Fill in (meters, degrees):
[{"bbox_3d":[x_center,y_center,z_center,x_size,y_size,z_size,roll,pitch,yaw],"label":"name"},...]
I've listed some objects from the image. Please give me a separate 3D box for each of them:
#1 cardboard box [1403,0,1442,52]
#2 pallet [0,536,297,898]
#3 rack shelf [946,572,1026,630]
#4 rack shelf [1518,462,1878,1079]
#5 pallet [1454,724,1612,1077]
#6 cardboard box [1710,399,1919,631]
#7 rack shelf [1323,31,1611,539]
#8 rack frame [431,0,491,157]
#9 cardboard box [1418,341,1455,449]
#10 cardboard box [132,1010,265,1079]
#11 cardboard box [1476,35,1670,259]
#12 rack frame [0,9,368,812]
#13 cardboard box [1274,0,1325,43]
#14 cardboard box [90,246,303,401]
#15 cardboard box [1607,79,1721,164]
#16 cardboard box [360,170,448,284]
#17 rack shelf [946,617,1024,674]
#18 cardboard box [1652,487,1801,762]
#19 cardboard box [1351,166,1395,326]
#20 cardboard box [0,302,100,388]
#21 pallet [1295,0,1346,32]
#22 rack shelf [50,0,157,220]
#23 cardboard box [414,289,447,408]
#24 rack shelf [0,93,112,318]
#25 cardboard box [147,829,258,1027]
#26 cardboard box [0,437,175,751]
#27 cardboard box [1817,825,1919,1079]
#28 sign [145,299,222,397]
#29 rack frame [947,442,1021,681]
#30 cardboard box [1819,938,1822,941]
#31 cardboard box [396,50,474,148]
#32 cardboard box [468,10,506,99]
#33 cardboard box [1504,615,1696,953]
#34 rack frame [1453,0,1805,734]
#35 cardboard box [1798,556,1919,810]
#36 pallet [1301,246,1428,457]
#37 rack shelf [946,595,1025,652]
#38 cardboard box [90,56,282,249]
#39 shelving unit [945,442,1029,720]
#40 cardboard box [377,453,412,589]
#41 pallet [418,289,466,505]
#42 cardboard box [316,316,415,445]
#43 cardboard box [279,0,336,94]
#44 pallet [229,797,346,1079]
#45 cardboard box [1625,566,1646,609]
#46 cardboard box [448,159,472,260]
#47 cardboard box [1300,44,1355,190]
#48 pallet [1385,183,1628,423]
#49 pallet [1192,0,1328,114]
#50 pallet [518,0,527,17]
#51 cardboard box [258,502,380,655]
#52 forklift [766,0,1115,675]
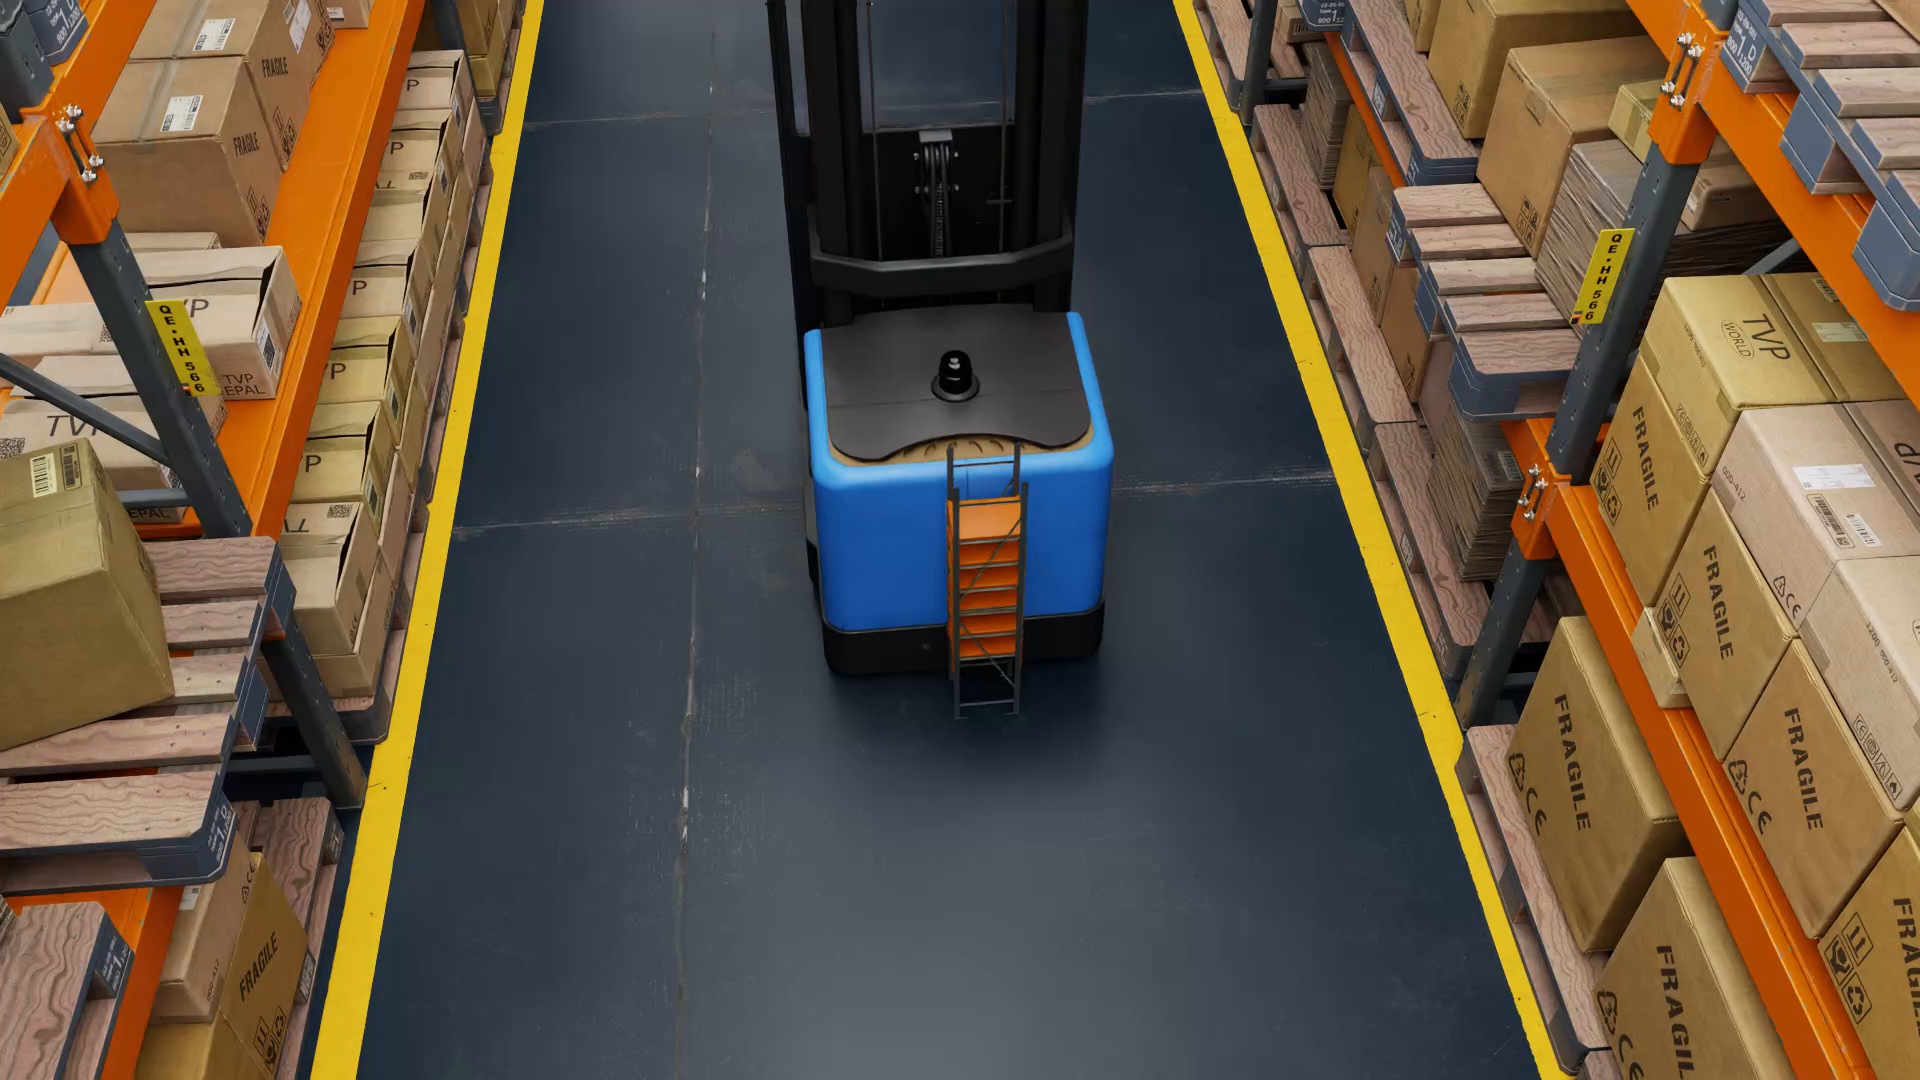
[{"bbox_3d":[2.130,-2.230,6.424,0.700,0.500,0.500,2,47,2],"label":"cardboard box"},{"bbox_3d":[-2.479,0.456,4.384,1.213,0.211,1.003,-3,47,-3],"label":"pallet"},{"bbox_3d":[0.087,0.203,5.792,0.258,0.103,0.180,-4,47,-4],"label":"rack shelf"},{"bbox_3d":[2.498,1.295,3.954,1.077,0.370,4.000,-3,47,-3],"label":"rack shelf"},{"bbox_3d":[2.322,1.134,5.531,1.003,0.211,1.213,-3,47,-3],"label":"pallet"},{"bbox_3d":[2.158,-0.068,3.945,0.500,0.250,0.500,-4,47,-4],"label":"cardboard box"},{"bbox_3d":[2.163,-1.600,6.694,1.077,0.370,4.000,-3,47,-3],"label":"rack shelf"},{"bbox_3d":[-2.940,-2.990,7.516,1.000,3.000,0.127,-3,47,-3],"label":"rack frame"},{"bbox_3d":[2.291,-0.589,6.661,0.700,0.500,0.500,-4,47,-3],"label":"cardboard box"},{"bbox_3d":[-2.250,1.649,4.541,0.500,0.500,0.500,-5,47,-5],"label":"cardboard box"},{"bbox_3d":[2.208,-1.328,5.570,0.700,0.500,0.500,-7,47,-7],"label":"cardboard box"},{"bbox_3d":[-2.605,-0.096,4.775,1.000,3.000,0.127,-3,47,-3],"label":"rack frame"},{"bbox_3d":[1.921,-2.856,9.037,0.380,0.166,0.250,-9,47,-8],"label":"cardboard box"},{"bbox_3d":[-2.487,-0.724,5.431,0.500,0.311,0.500,-4,47,-4],"label":"cardboard box"},{"bbox_3d":[2.230,-1.288,5.085,0.380,0.149,0.250,-11,47,-10],"label":"cardboard box"},{"bbox_3d":[-2.531,-1.369,7.199,0.500,0.311,0.500,-4,47,-3],"label":"cardboard box"},{"bbox_3d":[0.087,0.368,5.967,0.258,0.103,0.180,-4,47,-4],"label":"rack shelf"},{"bbox_3d":[2.151,0.203,4.204,0.500,0.500,0.500,-2,47,-2],"label":"cardboard box"},{"bbox_3d":[2.170,-1.312,7.345,0.700,0.500,0.500,-3,47,-3],"label":"cardboard box"},{"bbox_3d":[-2.956,-0.644,5.467,0.380,0.149,0.250,-3,47,-3],"label":"cardboard box"},{"bbox_3d":[1.915,-2.666,7.341,1.003,0.211,1.213,-3,47,-3],"label":"pallet"},{"bbox_3d":[-2.773,-2.327,5.318,1.077,0.370,4.000,-3,47,-3],"label":"rack shelf"},{"bbox_3d":[-2.492,-0.802,7.048,0.500,0.250,0.500,-3,47,-2],"label":"cardboard box"},{"bbox_3d":[-2.438,0.567,2.577,1.077,0.370,4.000,-3,47,-3],"label":"rack shelf"},{"bbox_3d":[-2.284,1.057,4.585,0.500,0.250,0.500,-2,47,-2],"label":"cardboard box"},{"bbox_3d":[-2.440,0.174,4.161,0.700,0.500,0.500,-18,49,-16],"label":"cardboard box"},{"bbox_3d":[2.243,0.938,3.508,0.500,0.500,0.500,-2,47,-2],"label":"cardboard box"},{"bbox_3d":[-2.065,-0.507,4.421,0.100,0.325,0.005,-3,47,-3],"label":"sign"},{"bbox_3d":[0.078,0.106,5.823,0.240,1.200,0.006,-4,47,-4],"label":"rack frame"},{"bbox_3d":[2.263,0.861,4.028,0.380,0.149,0.250,-3,47,-3],"label":"cardboard box"},{"bbox_3d":[-2.621,-2.106,7.897,0.500,0.311,0.500,-3,47,-3],"label":"cardboard box"},{"bbox_3d":[-2.677,-2.543,8.697,0.500,0.250,0.500,-3,47,-3],"label":"cardboard box"},{"bbox_3d":[2.261,0.735,5.179,0.750,0.750,0.750,-4,47,-4],"label":"cardboard box"},{"bbox_3d":[2.331,-0.400,5.063,1.000,3.000,0.127,-3,47,-3],"label":"rack frame"},{"bbox_3d":[2.203,0.293,3.602,0.500,0.250,0.500,-3,47,-3],"label":"cardboard box"},{"bbox_3d":[2.168,-0.887,7.445,1.003,0.211,1.213,-3,47,-3],"label":"pallet"},{"bbox_3d":[0.087,0.286,5.880,0.258,0.103,0.180,-4,47,-4],"label":"rack shelf"},{"bbox_3d":[-2.762,-1.343,5.888,0.500,0.500,0.500,-6,47,-5],"label":"cardboard box"},{"bbox_3d":[0.087,0.173,5.760,0.258,1.200,0.189,-4,47,-4],"label":"shelving unit"},{"bbox_3d":[-2.399,-0.055,6.341,0.500,0.250,0.500,-5,47,-4],"label":"cardboard box"},{"bbox_3d":[-2.734,-0.616,7.188,1.003,0.211,1.213,-3,47,-3],"label":"pallet"},{"bbox_3d":[-2.449,-0.633,6.502,0.500,0.311,0.500,-5,47,-4],"label":"cardboard box"},{"bbox_3d":[-2.848,-2.087,6.591,0.500,0.500,0.500,0,47,0],"label":"cardboard box"},{"bbox_3d":[-2.581,1.405,5.274,1.003,0.211,1.213,-3,47,-3],"label":"pallet"},{"bbox_3d":[2.140,0.115,4.735,0.380,0.149,0.250,-3,47,-3],"label":"cardboard box"},{"bbox_3d":[-2.576,-1.541,7.748,0.500,0.250,0.500,-4,47,-4],"label":"cardboard box"},{"bbox_3d":[2.074,-2.054,8.048,0.700,0.500,0.500,-2,47,-2],"label":"cardboard box"},{"bbox_3d":[2.165,-0.843,5.615,1.213,0.211,1.003,-3,47,-3],"label":"pallet"},{"bbox_3d":[1.904,-2.819,9.274,1.003,0.211,1.213,-3,47,-3],"label":"pallet"},{"bbox_3d":[-3.070,-3.494,9.914,1.003,0.211,1.213,-3,47,-3],"label":"pallet"},{"bbox_3d":[-2.357,0.115,5.793,0.500,0.311,0.500,-2,47,-2],"label":"cardboard box"},{"bbox_3d":[-0.135,-1.583,6.230,1.130,2.935,3.031,-4,47,-4],"label":"forklift"}]
